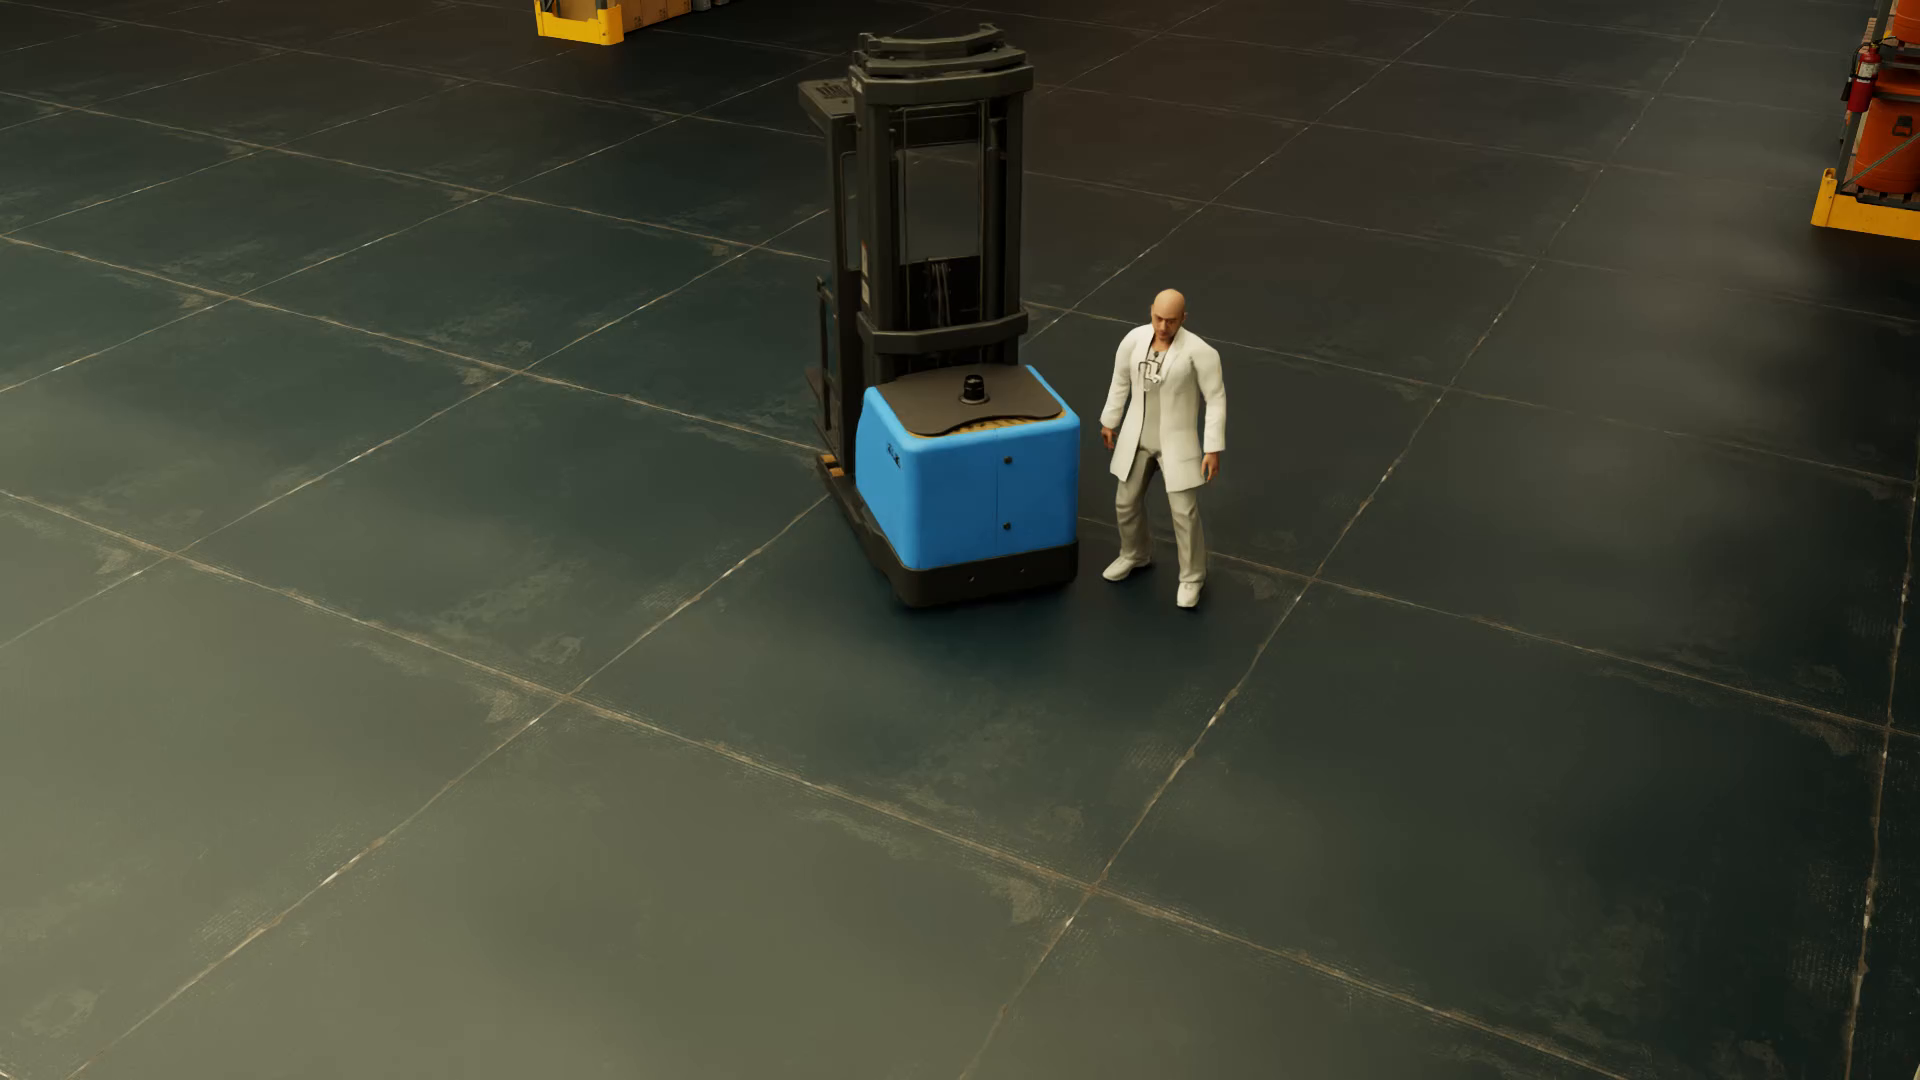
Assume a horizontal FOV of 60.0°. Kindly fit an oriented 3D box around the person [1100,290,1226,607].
[{"bbox_3d":[1.092,-0.534,9.167,0.789,1.763,0.430,17,34,27],"label":"person"}]

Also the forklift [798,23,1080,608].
[{"bbox_3d":[-0.285,-1.618,9.875,1.130,2.935,3.031,-10,31,-16],"label":"forklift"}]
